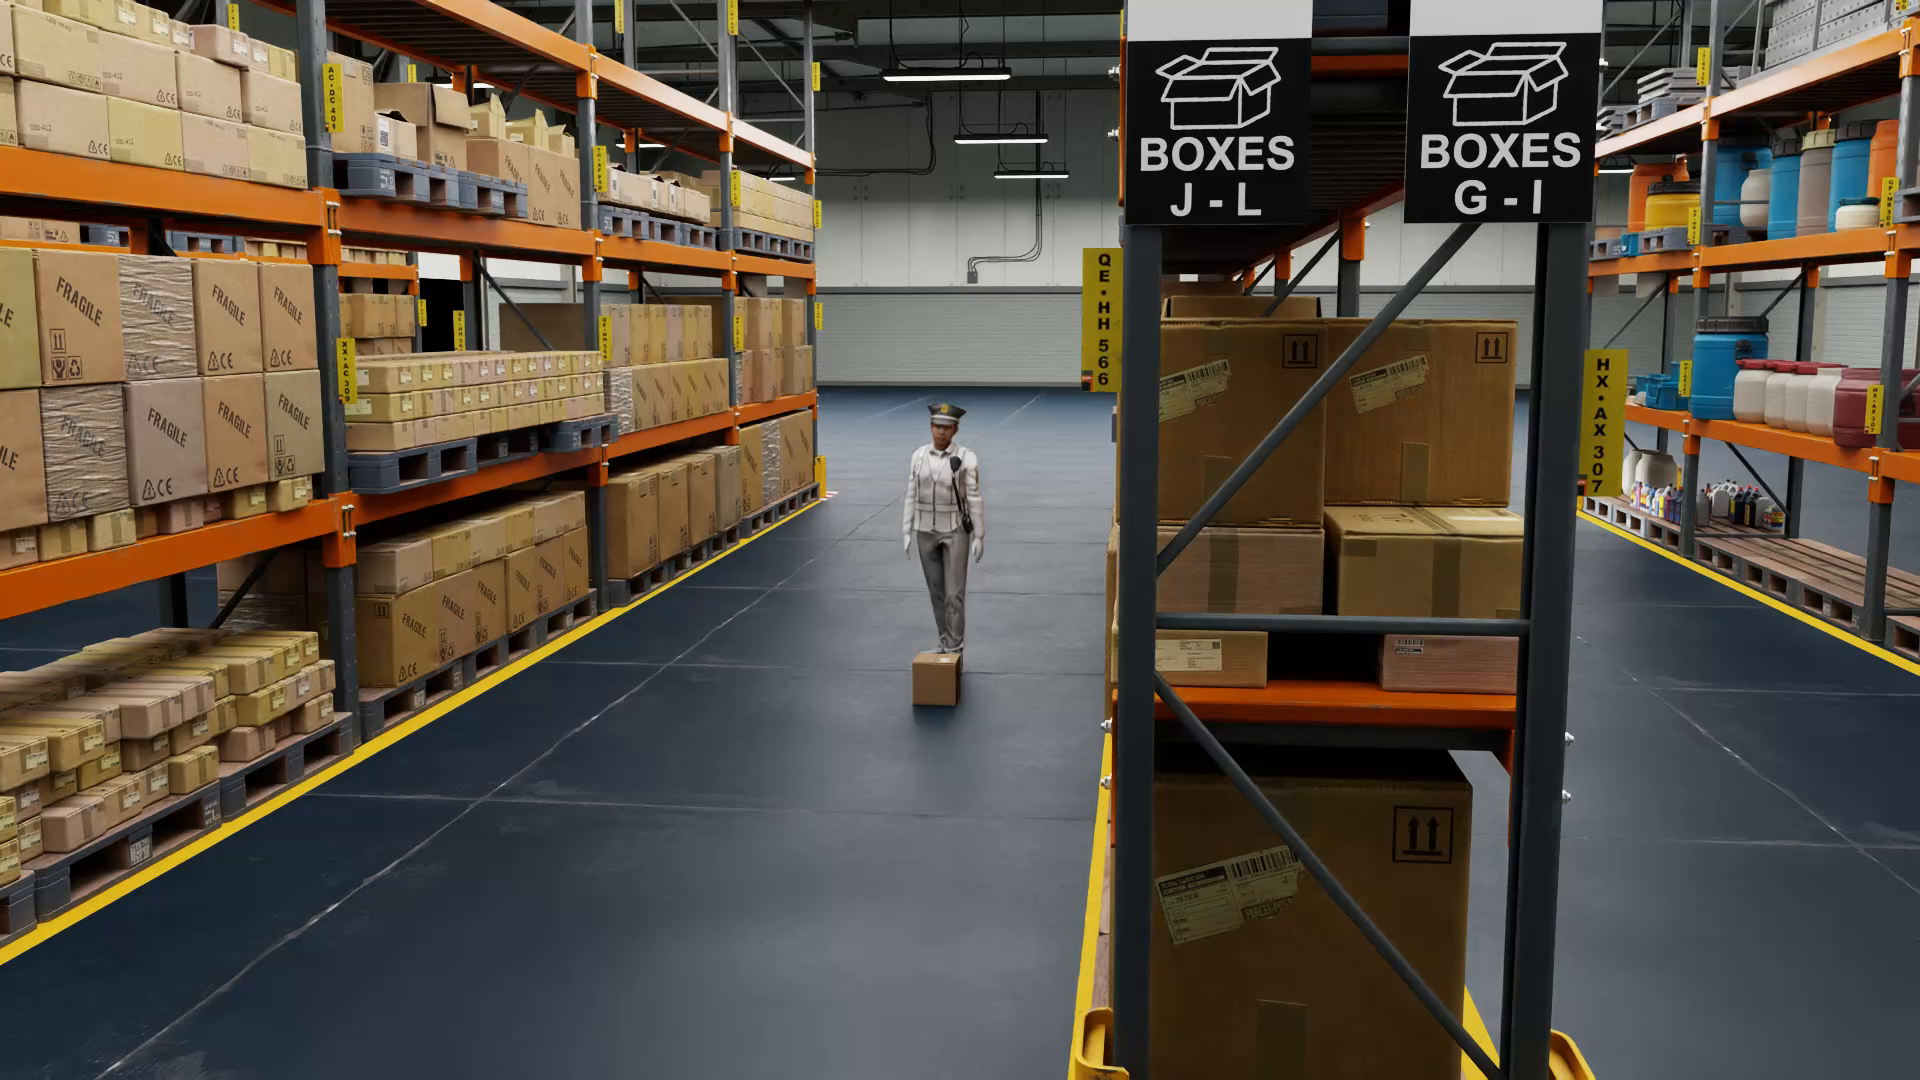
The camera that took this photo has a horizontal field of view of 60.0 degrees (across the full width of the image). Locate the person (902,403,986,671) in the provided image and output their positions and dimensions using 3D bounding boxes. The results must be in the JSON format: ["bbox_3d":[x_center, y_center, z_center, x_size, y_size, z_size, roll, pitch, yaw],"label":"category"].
[{"bbox_3d":[-0.135,-0.023,10.360,0.520,1.663,0.642,3,8,22],"label":"person"}]
